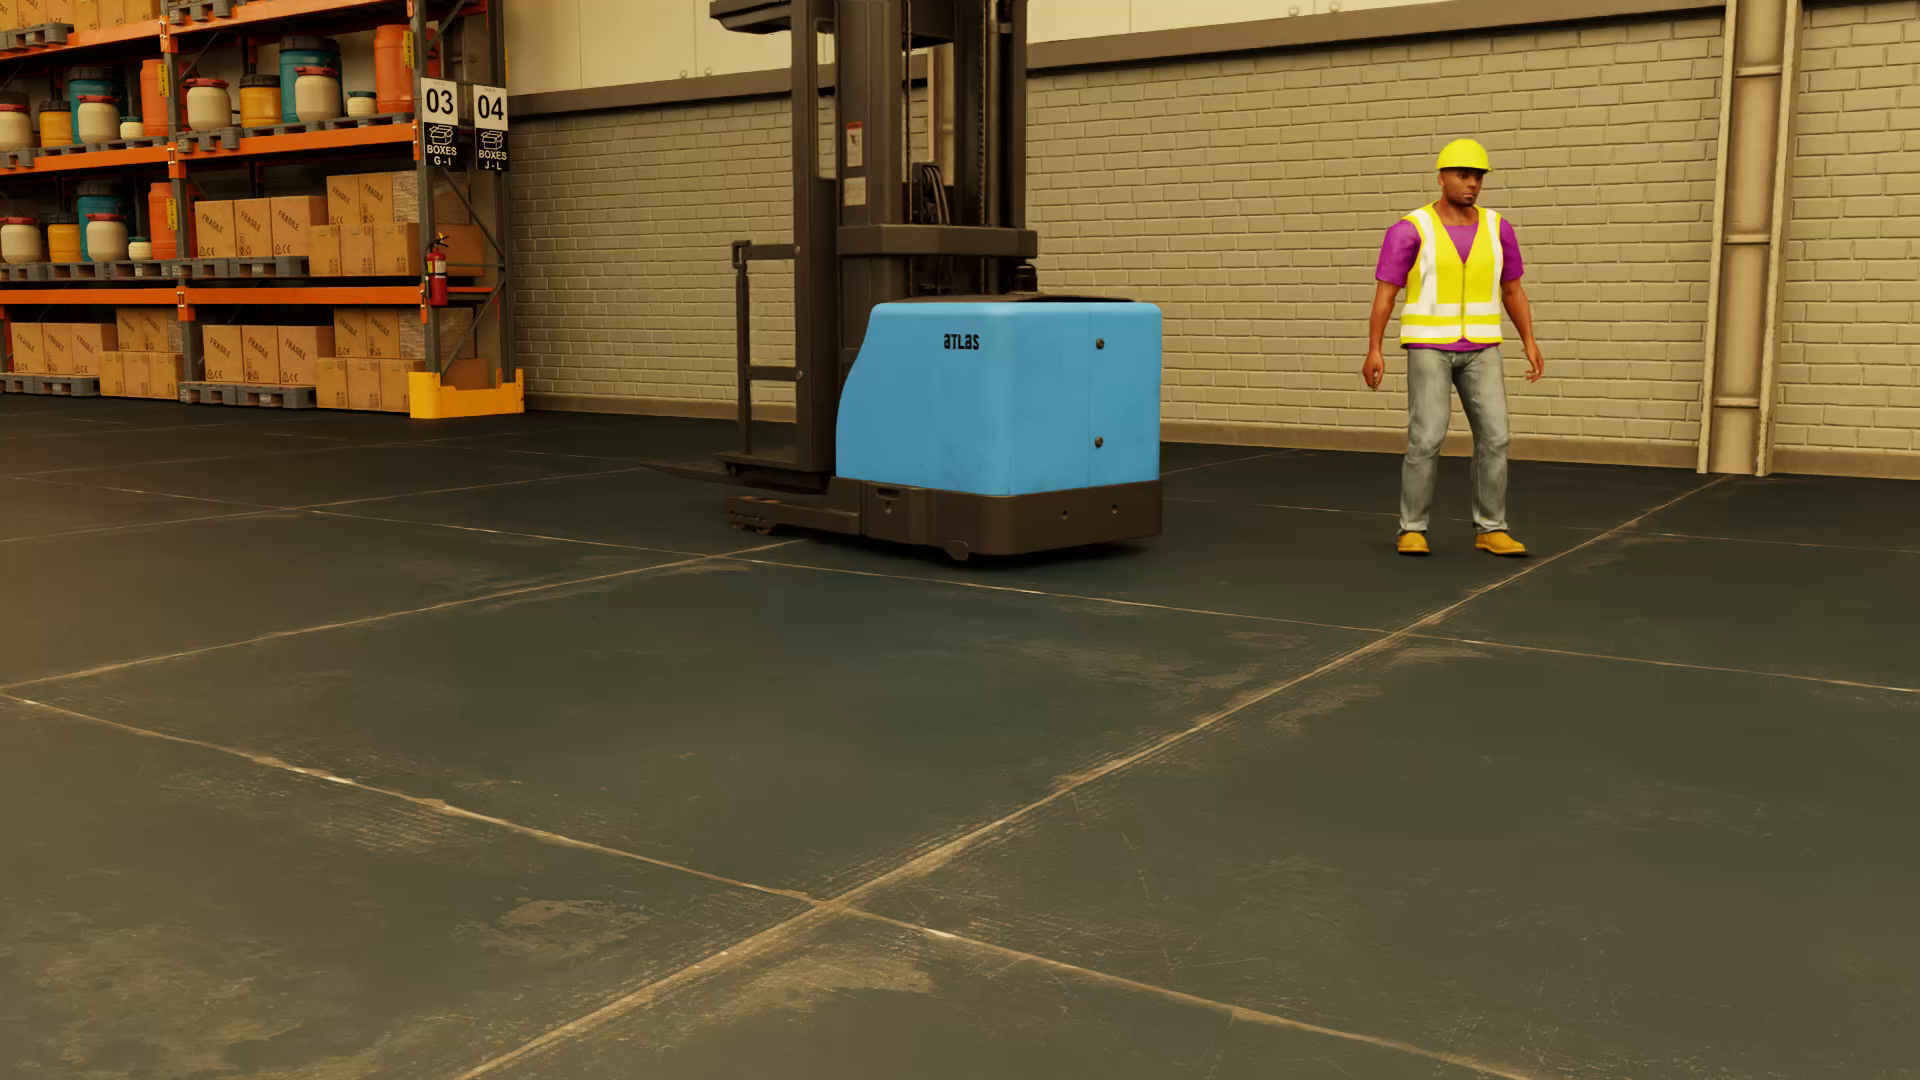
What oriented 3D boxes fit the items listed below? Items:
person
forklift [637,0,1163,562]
[{"bbox_3d":[2.121,-0.814,7.099,0.756,1.757,0.393,-1,8,-4],"label":"person"},{"bbox_3d":[-0.474,-1.519,7.871,1.130,2.935,3.031,-7,11,-42],"label":"forklift"}]
